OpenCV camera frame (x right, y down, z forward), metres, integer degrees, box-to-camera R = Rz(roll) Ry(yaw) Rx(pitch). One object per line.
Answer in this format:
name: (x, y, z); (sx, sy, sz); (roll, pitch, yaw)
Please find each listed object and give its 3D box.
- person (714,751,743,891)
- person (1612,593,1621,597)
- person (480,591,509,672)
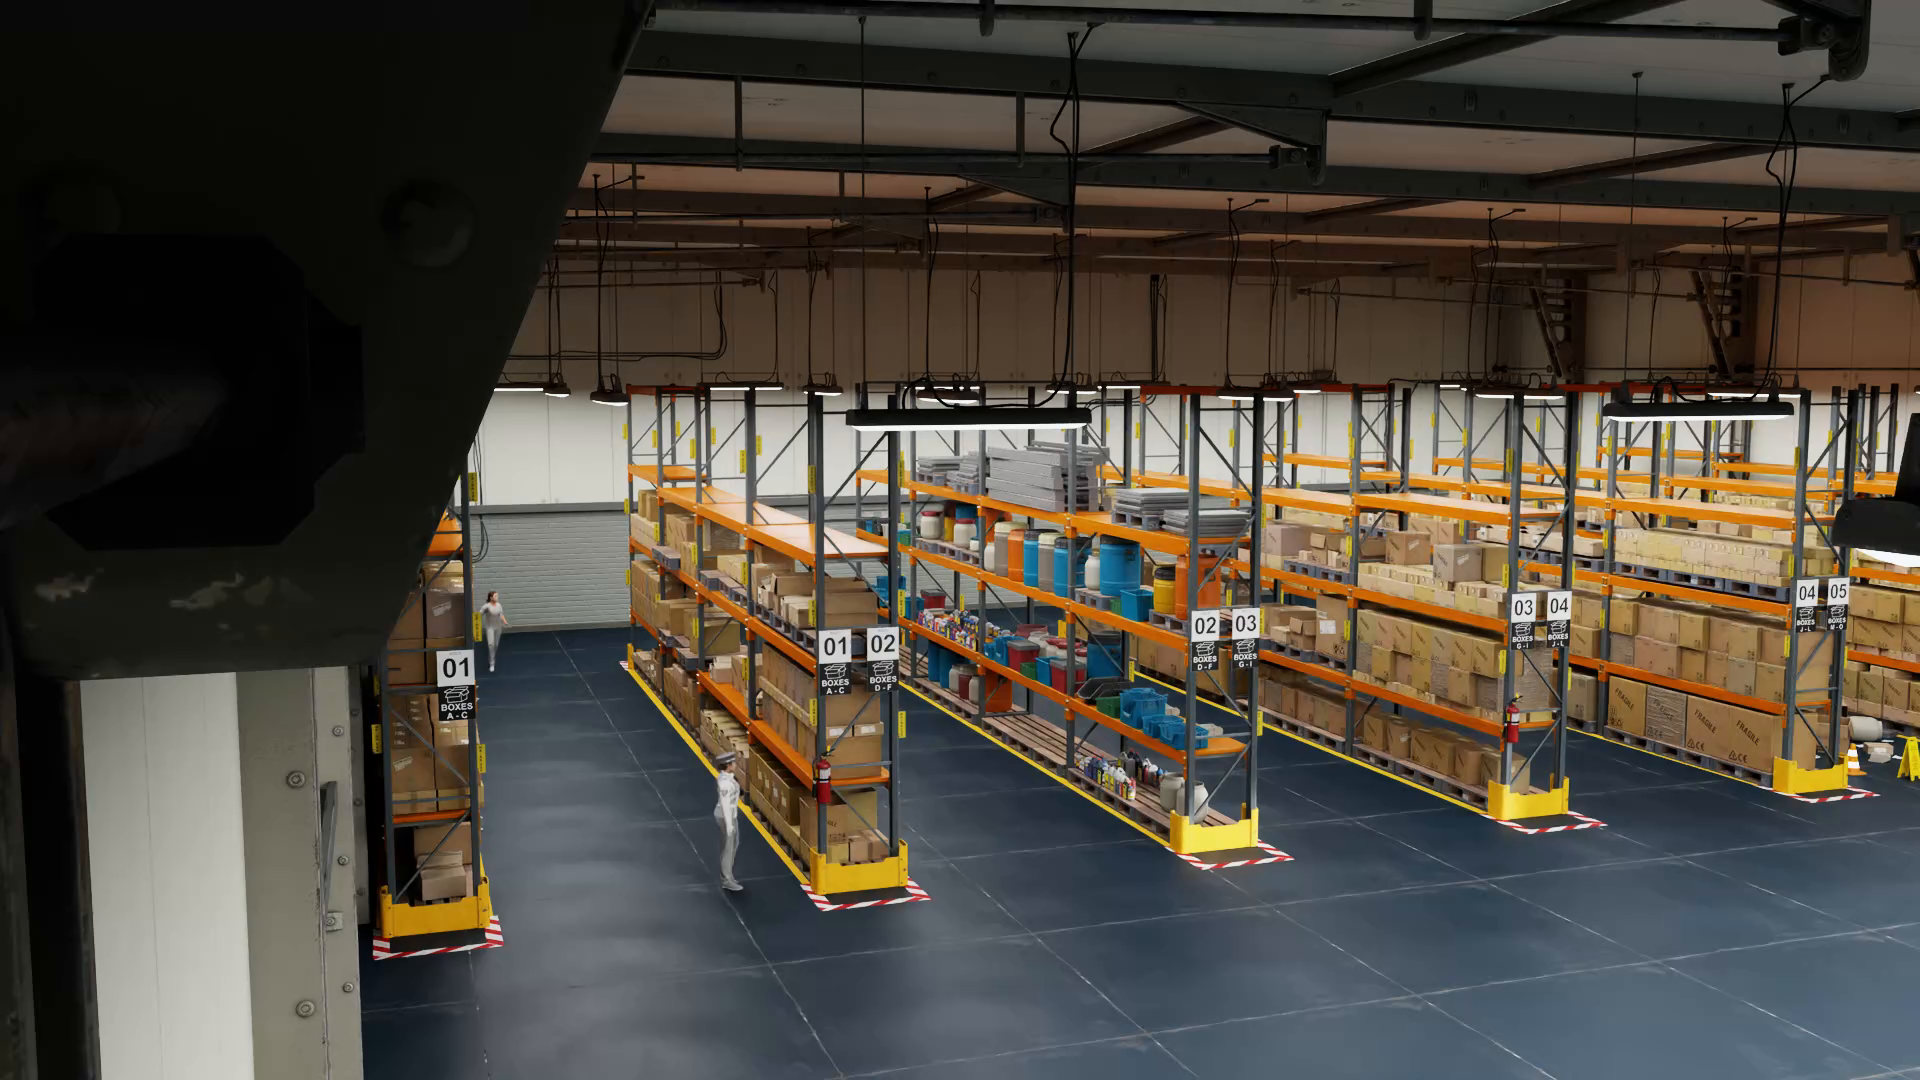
person: (-2.831, 3.444, 20.307); (0.350, 1.753, 0.573); (-1, 6, -6)
person: (13.184, 1.917, 33.567); (0.629, 1.700, 0.596); (-4, 7, -34)
person: (-9.889, 1.911, 35.161); (0.594, 1.689, 0.853); (-3, 7, -29)
